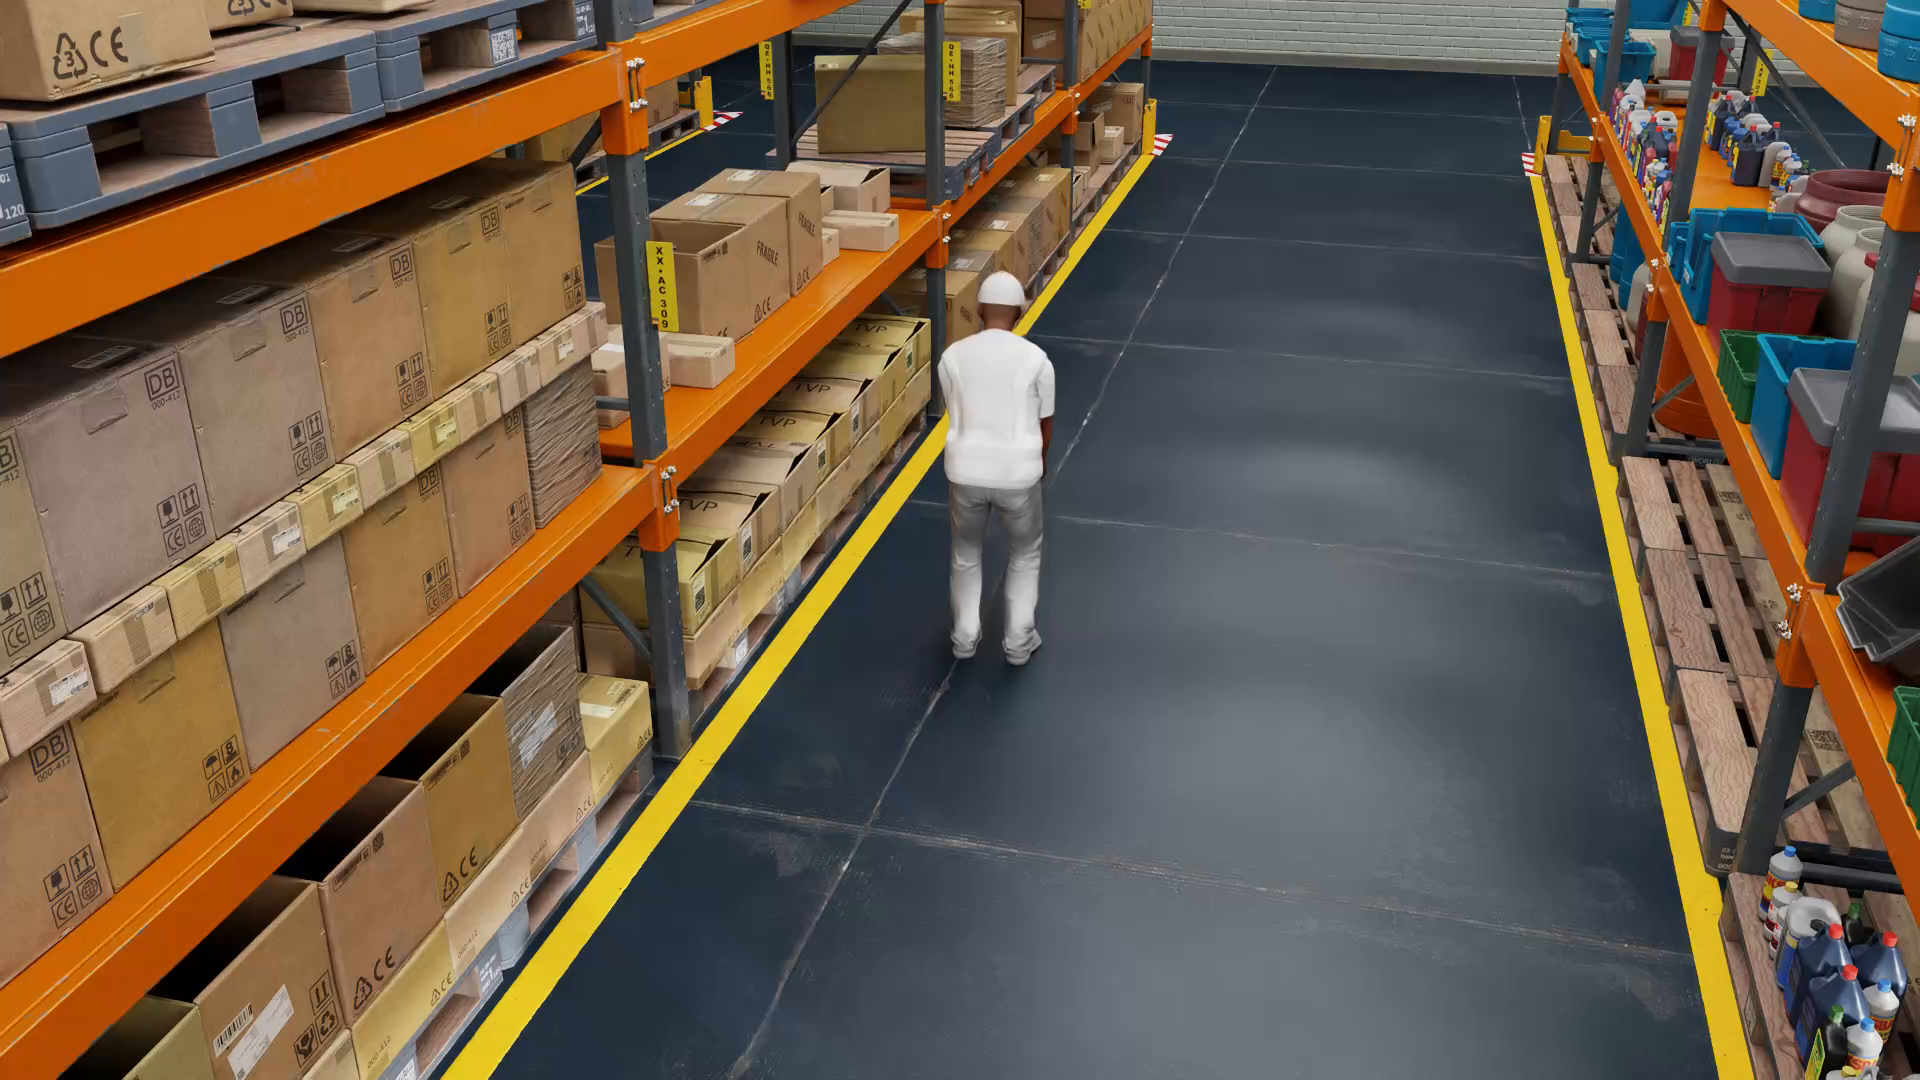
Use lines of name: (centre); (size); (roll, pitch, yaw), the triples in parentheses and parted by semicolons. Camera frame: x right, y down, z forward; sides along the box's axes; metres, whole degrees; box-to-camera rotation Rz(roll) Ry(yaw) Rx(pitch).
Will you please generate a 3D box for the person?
person: (0.158, -0.319, 7.313); (0.498, 1.718, 0.613); (5, 26, 11)
